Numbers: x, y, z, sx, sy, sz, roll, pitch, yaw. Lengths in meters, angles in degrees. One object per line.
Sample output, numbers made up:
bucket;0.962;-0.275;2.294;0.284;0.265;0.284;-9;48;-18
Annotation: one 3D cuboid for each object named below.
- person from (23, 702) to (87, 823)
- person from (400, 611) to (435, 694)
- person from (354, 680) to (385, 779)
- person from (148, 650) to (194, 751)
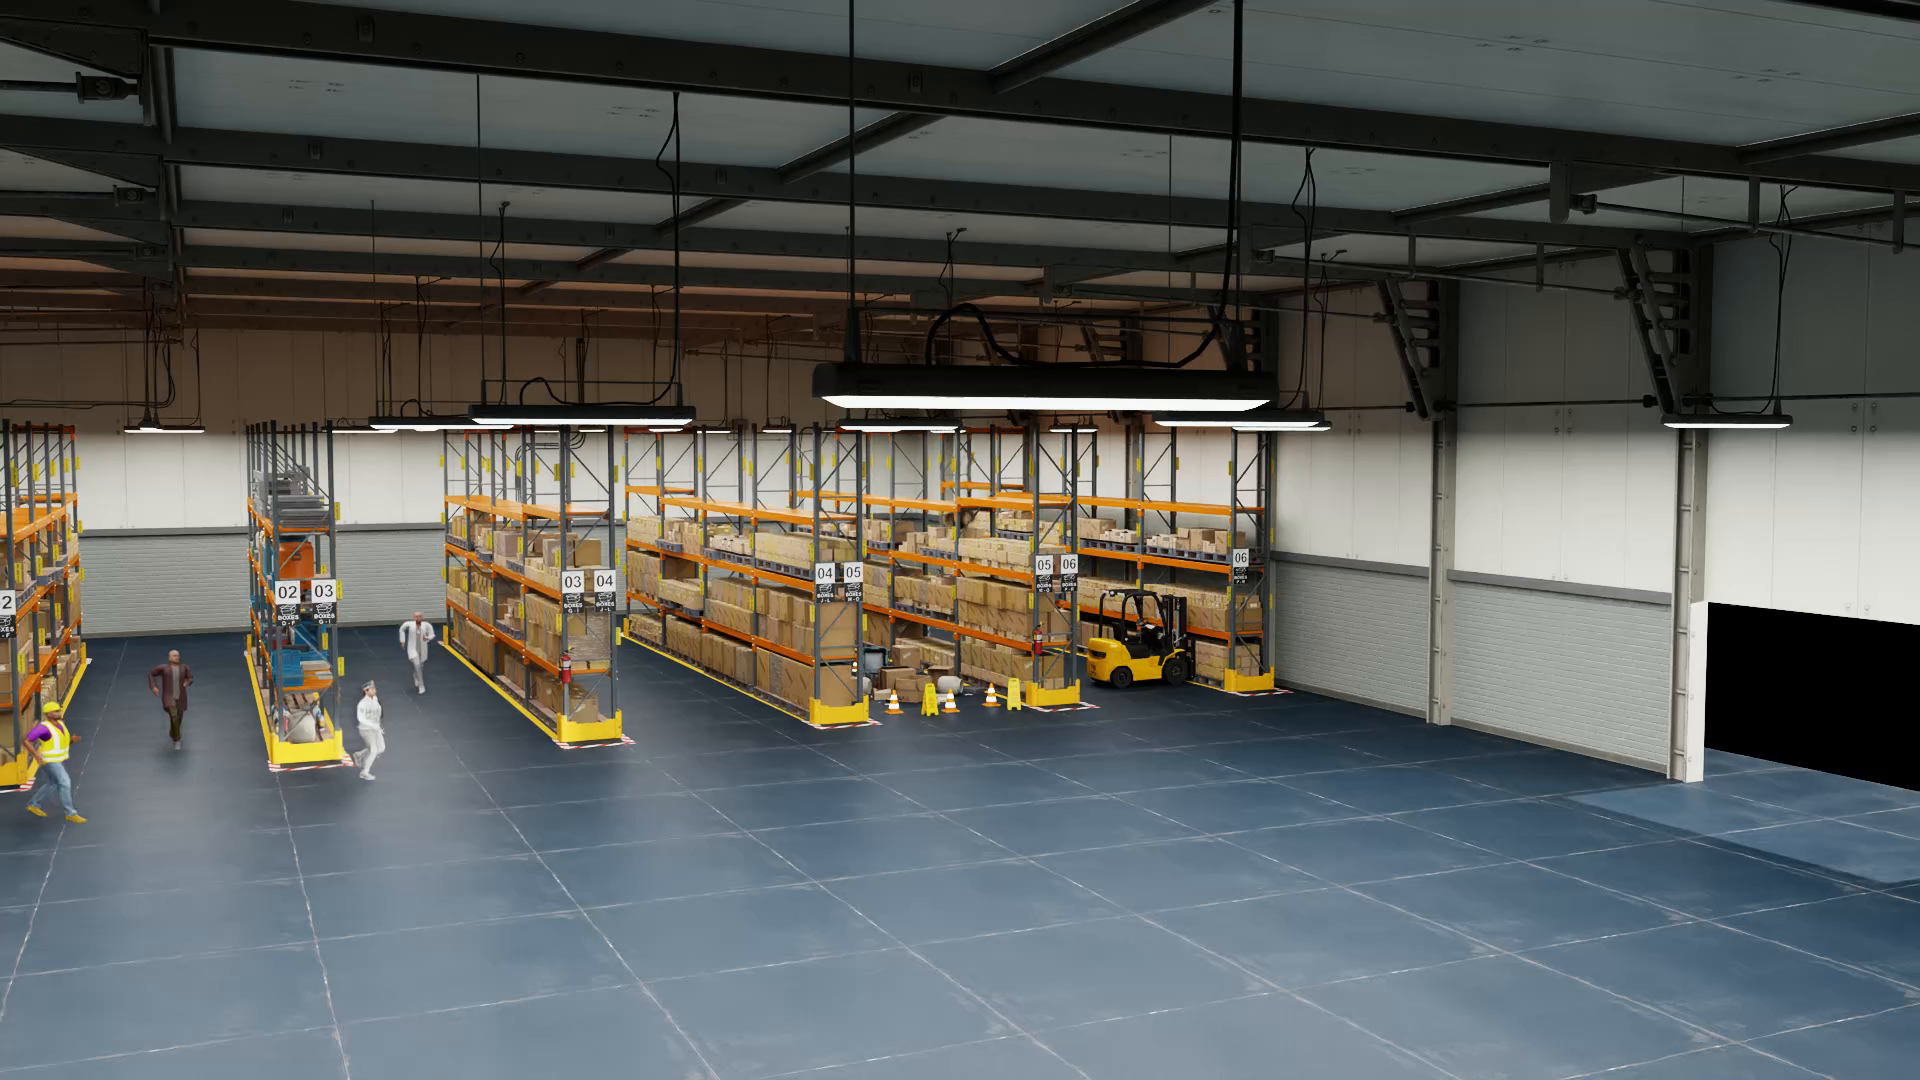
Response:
person;-13.364;3.277;24.556;0.944;1.780;0.693;0;4;-3
person;-12.203;2.500;37.423;0.734;1.806;1.079;-2;4;-26
person;-9.869;3.166;27.821;0.592;1.664;0.648;1;4;12
person;-14.485;2.934;30.622;0.720;1.809;0.875;-4;5;-45
